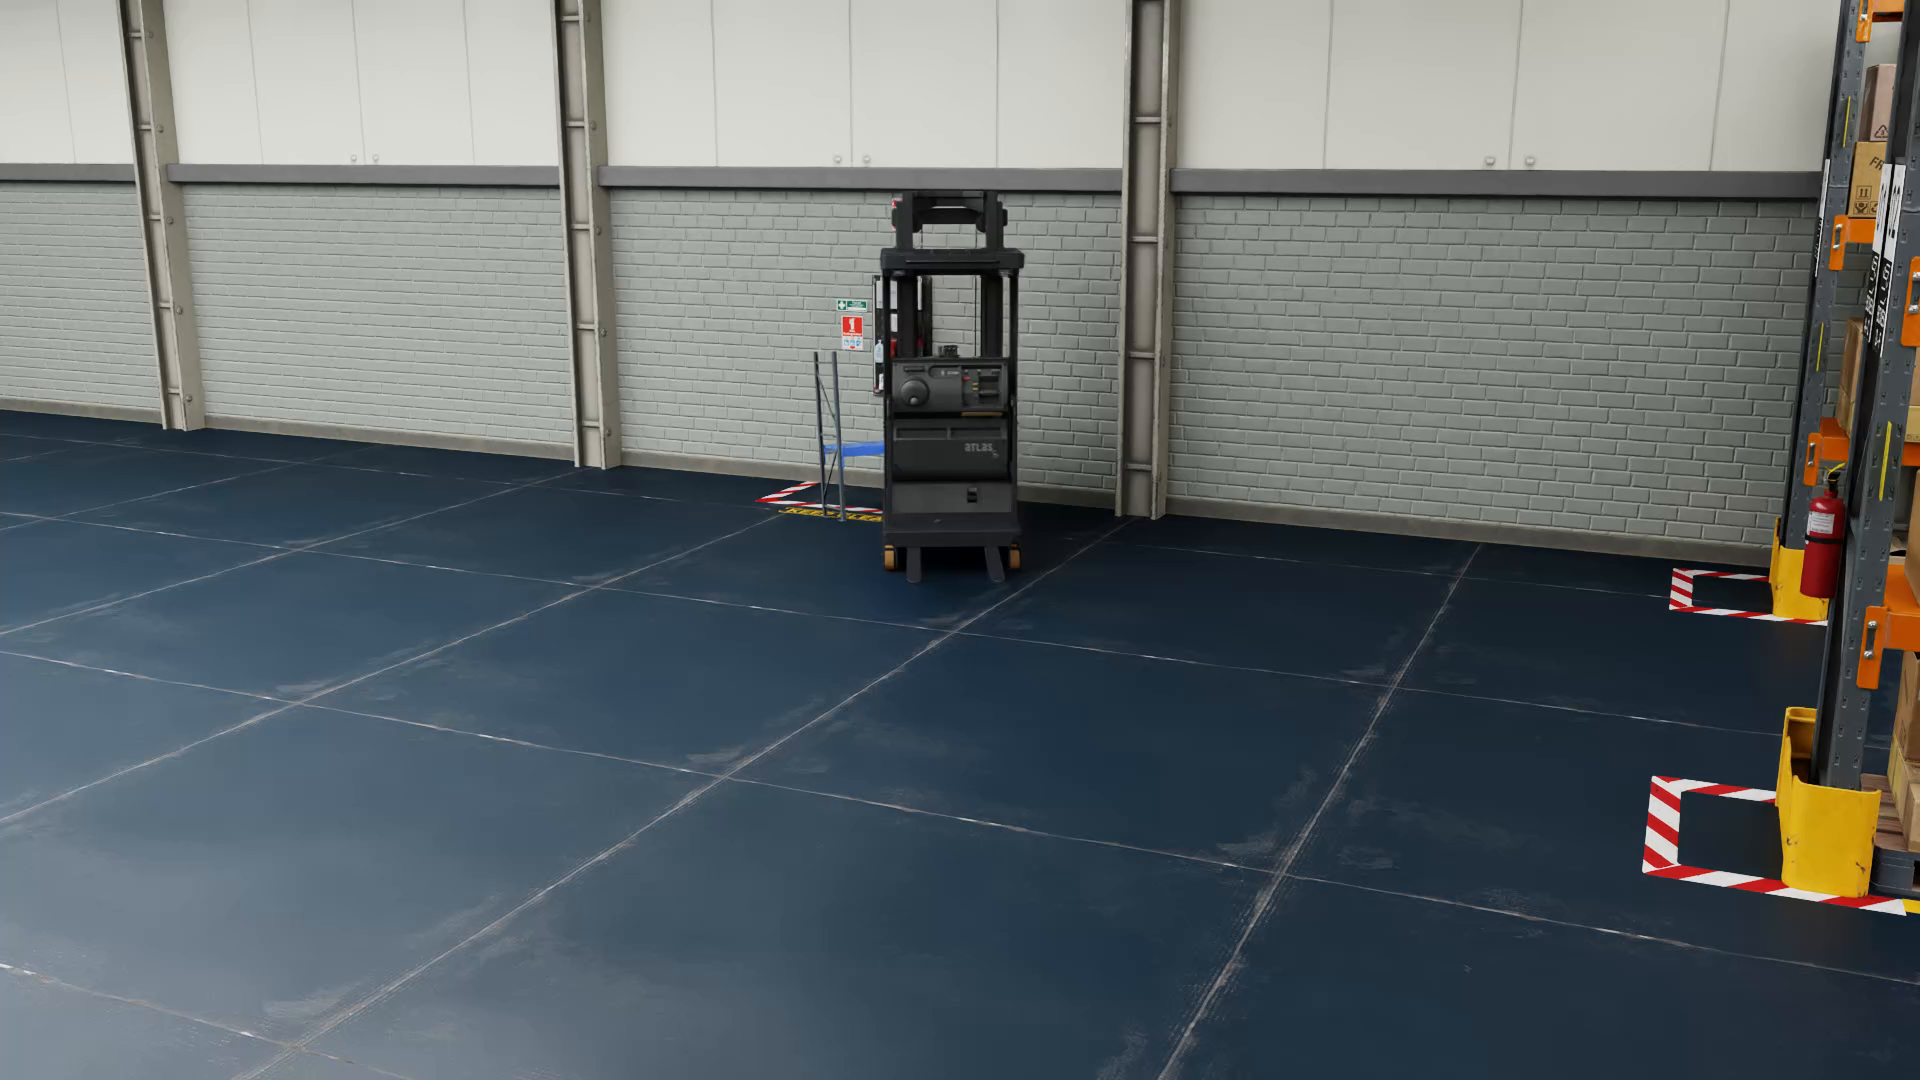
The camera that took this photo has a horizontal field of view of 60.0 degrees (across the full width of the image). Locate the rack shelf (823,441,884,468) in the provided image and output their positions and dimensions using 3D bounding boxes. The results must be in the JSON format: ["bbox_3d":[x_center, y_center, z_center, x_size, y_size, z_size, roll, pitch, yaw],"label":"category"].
[{"bbox_3d":[-0.698,-0.801,15.070,1.000,0.185,0.538,-6,8,-25],"label":"rack shelf"}]

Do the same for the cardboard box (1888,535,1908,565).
[{"bbox_3d":[6.749,0.153,11.959,0.500,0.311,0.500,4,14,17],"label":"cardboard box"}]

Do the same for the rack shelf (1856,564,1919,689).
[{"bbox_3d":[5.978,0.546,6.938,4.000,0.370,1.077,6,14,23],"label":"rack shelf"}]

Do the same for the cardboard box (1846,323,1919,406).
[{"bbox_3d":[6.467,-1.219,11.529,0.500,0.500,0.500,6,14,23],"label":"cardboard box"}]

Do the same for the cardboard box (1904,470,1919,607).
[{"bbox_3d":[4.571,0.008,7.438,0.500,0.500,0.700,6,14,23],"label":"cardboard box"}]

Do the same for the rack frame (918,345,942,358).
[{"bbox_3d":[-0.248,-1.030,15.261,0.032,1.500,0.500,-6,8,-25],"label":"rack frame"}]

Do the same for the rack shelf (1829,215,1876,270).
[{"bbox_3d":[7.981,-1.950,11.006,4.000,0.370,1.077,6,14,23],"label":"rack shelf"}]

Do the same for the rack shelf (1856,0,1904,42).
[{"bbox_3d":[7.981,-3.408,10.664,4.000,0.370,1.077,6,14,23],"label":"rack shelf"}]

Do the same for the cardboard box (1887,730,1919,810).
[{"bbox_3d":[4.759,1.132,7.962,0.500,0.250,0.500,6,14,23],"label":"cardboard box"}]

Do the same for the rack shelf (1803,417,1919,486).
[{"bbox_3d":[7.981,-0.489,11.349,4.000,0.370,1.077,6,14,23],"label":"rack shelf"}]

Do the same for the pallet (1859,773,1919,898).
[{"bbox_3d":[4.866,1.430,7.699,1.213,0.211,1.003,6,14,23],"label":"pallet"}]

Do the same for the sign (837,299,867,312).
[{"bbox_3d":[-1.050,-2.278,16.159,0.331,0.109,0.001,6,14,23],"label":"sign"}]

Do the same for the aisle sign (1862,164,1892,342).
[{"bbox_3d":[4.208,-1.323,7.635,0.004,0.787,0.394,6,14,23],"label":"aisle sign"}]

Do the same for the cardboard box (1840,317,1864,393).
[{"bbox_3d":[6.670,-1.327,11.988,0.500,0.500,0.500,6,14,23],"label":"cardboard box"}]

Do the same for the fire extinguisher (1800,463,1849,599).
[{"bbox_3d":[4.229,-0.060,8.113,0.183,0.674,0.296,6,14,23],"label":"fire extinguisher"}]

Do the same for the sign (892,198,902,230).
[{"bbox_3d":[-0.554,-3.082,15.751,0.199,0.298,0.001,6,14,23],"label":"sign"}]

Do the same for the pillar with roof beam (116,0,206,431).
[{"bbox_3d":[-11.058,-4.828,15.130,0.400,9.000,9.100,6,14,23],"label":"pillar with roof beam"}]

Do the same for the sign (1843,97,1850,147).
[{"bbox_3d":[5.933,-2.797,11.130,0.005,0.325,0.100,6,14,23],"label":"sign"}]

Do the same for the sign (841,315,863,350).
[{"bbox_3d":[-1.051,-2.022,16.229,0.234,0.329,0.001,6,14,23],"label":"sign"}]

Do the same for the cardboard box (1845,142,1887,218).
[{"bbox_3d":[6.357,-2.460,11.345,0.500,0.500,0.500,6,15,25],"label":"cardboard box"}]

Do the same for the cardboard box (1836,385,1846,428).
[{"bbox_3d":[6.658,-0.959,12.058,0.500,0.250,0.500,6,14,24],"label":"cardboard box"}]

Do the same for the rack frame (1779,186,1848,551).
[{"bbox_3d":[6.152,-1.025,12.055,0.127,3.000,1.000,6,14,23],"label":"rack frame"}]

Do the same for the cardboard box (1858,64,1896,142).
[{"bbox_3d":[6.406,-2.944,11.217,0.500,0.500,0.500,5,14,19],"label":"cardboard box"}]

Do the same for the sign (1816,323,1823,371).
[{"bbox_3d":[5.933,-1.333,11.473,0.005,0.325,0.100,6,14,23],"label":"sign"}]

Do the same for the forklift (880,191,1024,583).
[{"bbox_3d":[-0.070,-1.254,13.183,1.130,2.935,3.031,0,13,-2],"label":"forklift"}]

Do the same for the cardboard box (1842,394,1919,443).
[{"bbox_3d":[6.470,-0.850,11.595,0.500,0.250,0.500,5,14,22],"label":"cardboard box"}]

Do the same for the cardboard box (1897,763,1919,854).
[{"bbox_3d":[4.550,1.241,7.501,0.500,0.250,0.500,6,14,23],"label":"cardboard box"}]

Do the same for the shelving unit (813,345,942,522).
[{"bbox_3d":[-0.706,-0.980,15.047,1.048,1.500,0.538,-6,8,-25],"label":"shelving unit"}]

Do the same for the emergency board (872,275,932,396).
[{"bbox_3d":[-0.587,-1.932,15.924,0.643,1.169,0.194,6,14,23],"label":"emergency board"}]

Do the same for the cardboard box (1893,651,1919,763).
[{"bbox_3d":[4.760,0.767,7.878,0.500,0.500,0.500,6,14,23],"label":"cardboard box"}]

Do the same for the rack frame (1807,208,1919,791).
[{"bbox_3d":[4.149,0.010,7.644,0.127,3.000,1.000,6,14,23],"label":"rack frame"}]

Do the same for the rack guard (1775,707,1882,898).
[{"bbox_3d":[4.127,1.225,7.939,0.348,0.500,1.175,6,14,23],"label":"rack guard"}]

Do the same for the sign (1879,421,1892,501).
[{"bbox_3d":[3.919,-0.334,7.045,0.005,0.325,0.100,6,14,23],"label":"sign"}]

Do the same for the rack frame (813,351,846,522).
[{"bbox_3d":[-1.164,-0.929,14.832,0.032,1.500,0.500,-6,8,-25],"label":"rack frame"}]

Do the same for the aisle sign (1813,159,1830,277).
[{"bbox_3d":[5.965,-2.234,11.520,0.004,0.787,0.394,6,14,23],"label":"aisle sign"}]

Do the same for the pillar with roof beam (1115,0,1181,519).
[{"bbox_3d":[-0.087,-3.717,10.398,0.400,9.000,9.100,6,14,23],"label":"pillar with roof beam"}]

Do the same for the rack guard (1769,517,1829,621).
[{"bbox_3d":[6.222,0.199,12.311,0.348,0.500,1.175,6,14,23],"label":"rack guard"}]

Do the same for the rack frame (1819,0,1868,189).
[{"bbox_3d":[6.152,-3.945,11.370,0.127,3.000,1.000,6,14,23],"label":"rack frame"}]

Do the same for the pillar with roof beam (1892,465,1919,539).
[{"bbox_3d":[5.399,-3.162,8.032,0.400,9.000,9.100,6,14,23],"label":"pillar with roof beam"}]

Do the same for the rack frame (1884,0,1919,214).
[{"bbox_3d":[4.149,-2.910,6.959,0.127,3.000,1.000,6,14,23],"label":"rack frame"}]

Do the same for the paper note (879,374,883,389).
[{"bbox_3d":[-0.721,-1.534,16.156,0.142,0.148,0.016,6,14,23],"label":"paper note"}]

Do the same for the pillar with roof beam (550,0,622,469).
[{"bbox_3d":[-5.572,-4.272,12.764,0.400,9.000,9.100,6,14,23],"label":"pillar with roof beam"}]

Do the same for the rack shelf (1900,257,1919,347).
[{"bbox_3d":[5.978,-0.915,6.595,4.000,0.370,1.077,6,14,23],"label":"rack shelf"}]

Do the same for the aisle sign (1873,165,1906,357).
[{"bbox_3d":[3.965,-1.197,7.101,0.004,0.787,0.394,6,14,23],"label":"aisle sign"}]
